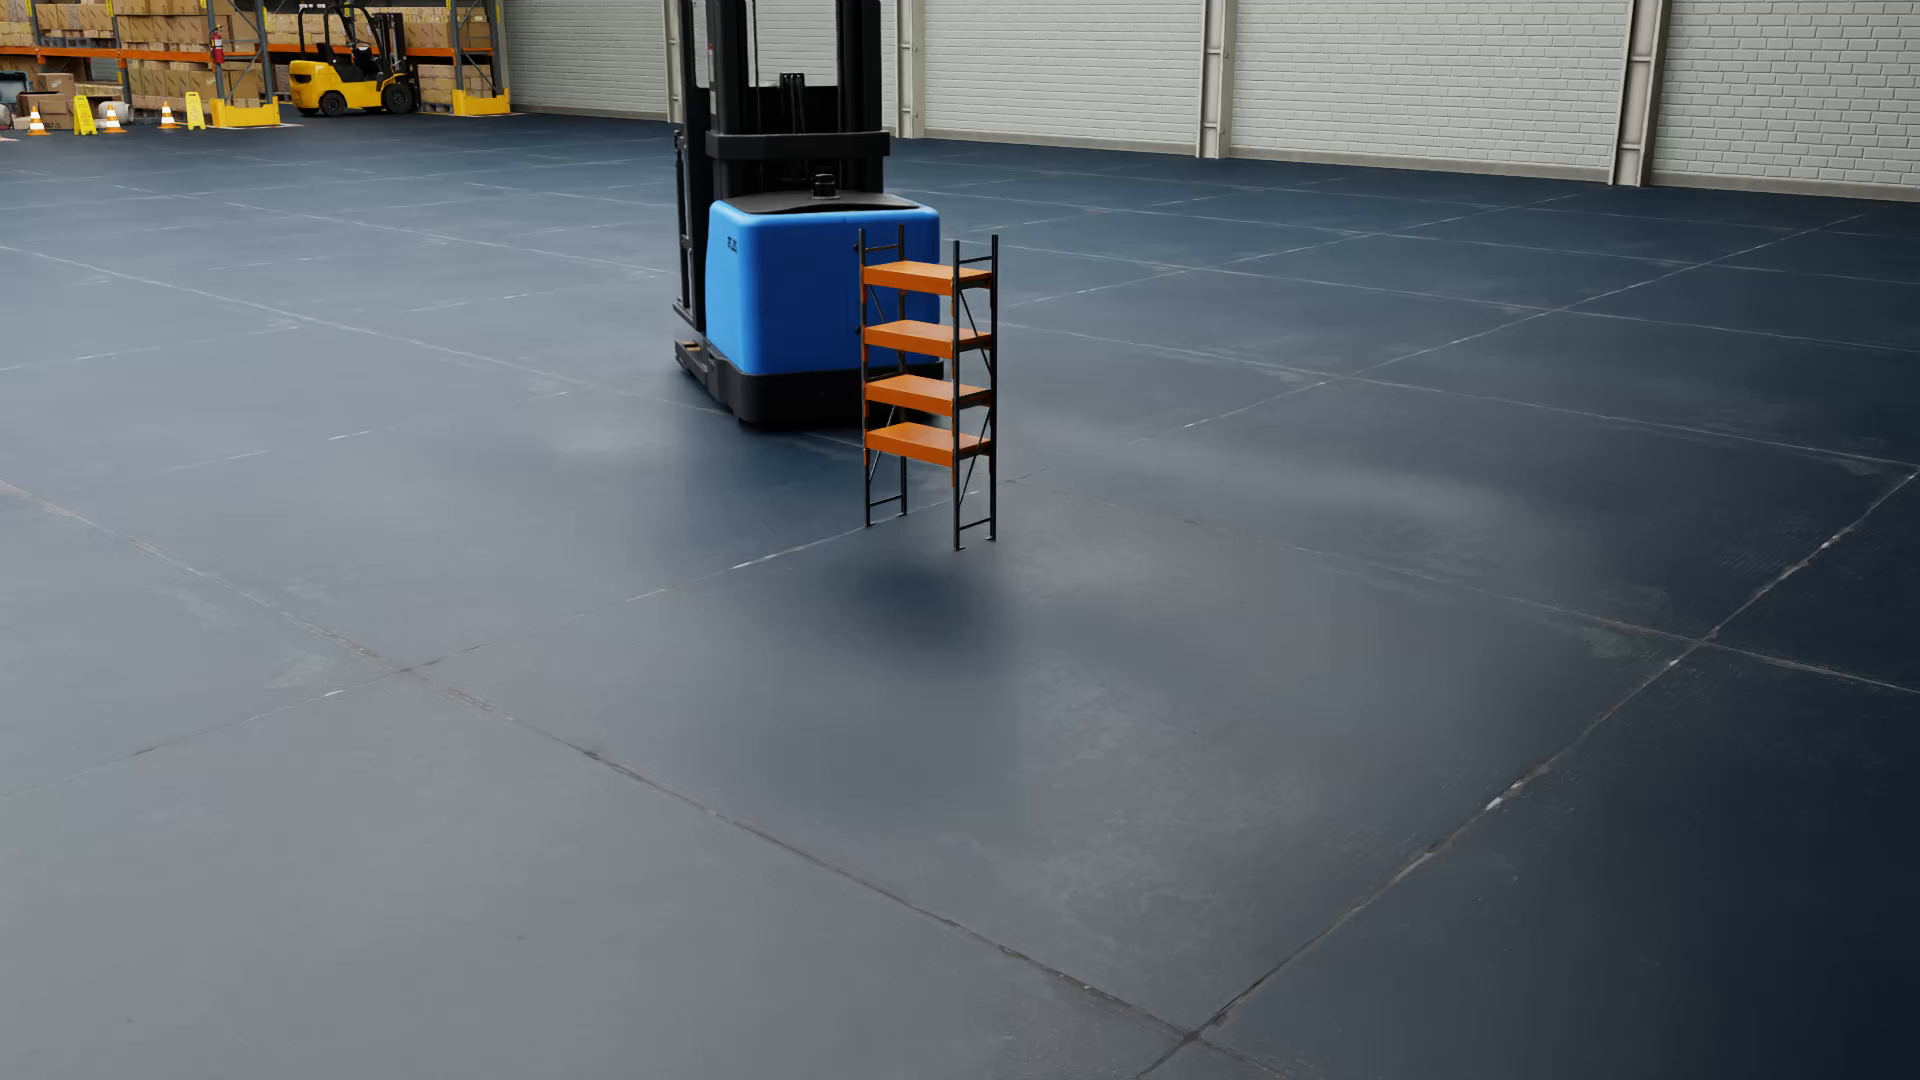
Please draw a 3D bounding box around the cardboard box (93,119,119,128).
[{"bbox_3d":[-15.494,-7.560,30.187,0.380,0.149,0.250,-6,18,-18],"label":"cardboard box"}]

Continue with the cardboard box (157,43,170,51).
[{"bbox_3d":[-14.984,-9.357,31.552,0.250,0.149,0.380,15,23,39],"label":"cardboard box"}]

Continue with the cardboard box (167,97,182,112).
[{"bbox_3d":[-14.733,-8.313,31.699,0.500,0.250,0.500,14,22,37],"label":"cardboard box"}]

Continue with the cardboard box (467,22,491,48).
[{"bbox_3d":[-10.067,-10.446,34.404,0.500,0.500,0.500,16,24,41],"label":"cardboard box"}]

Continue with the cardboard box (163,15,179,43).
[{"bbox_3d":[-14.505,-9.552,31.093,0.500,0.500,0.500,15,23,39],"label":"cardboard box"}]

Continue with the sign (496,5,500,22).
[{"bbox_3d":[-9.508,-10.811,34.157,0.005,0.325,0.100,15,23,39],"label":"sign"}]

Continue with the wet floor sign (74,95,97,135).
[{"bbox_3d":[-15.047,-7.292,28.523,0.232,0.644,0.267,11,20,30],"label":"wet floor sign"}]

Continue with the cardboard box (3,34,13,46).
[{"bbox_3d":[-20.466,-10.894,36.228,0.500,0.250,0.500,15,23,39],"label":"cardboard box"}]

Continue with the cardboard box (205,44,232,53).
[{"bbox_3d":[-13.595,-9.020,30.489,0.250,0.149,0.380,16,24,41],"label":"cardboard box"}]

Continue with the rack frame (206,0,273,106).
[{"bbox_3d":[-13.173,-9.113,30.367,0.127,3.000,1.000,15,23,39],"label":"rack frame"}]

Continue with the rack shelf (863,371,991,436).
[{"bbox_3d":[-0.124,-0.541,6.555,0.480,0.148,0.258,15,23,39],"label":"rack shelf"}]

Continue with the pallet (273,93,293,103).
[{"bbox_3d":[-15.275,-10.339,38.842,1.213,0.211,1.003,15,23,39],"label":"pallet"}]

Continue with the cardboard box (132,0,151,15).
[{"bbox_3d":[-15.255,-10.230,31.577,0.500,0.500,0.700,14,23,38],"label":"cardboard box"}]

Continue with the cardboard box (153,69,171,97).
[{"bbox_3d":[-15.108,-8.774,31.911,0.500,0.500,0.500,17,24,42],"label":"cardboard box"}]

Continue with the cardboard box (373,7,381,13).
[{"bbox_3d":[-12.255,-11.251,35.375,0.250,0.149,0.380,16,23,40],"label":"cardboard box"}]

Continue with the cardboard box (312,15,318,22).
[{"bbox_3d":[-14.251,-11.665,37.170,0.250,0.149,0.380,15,23,40],"label":"cardboard box"}]

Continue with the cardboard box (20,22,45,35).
[{"bbox_3d":[-19.687,-10.926,35.500,0.500,0.250,0.500,15,23,39],"label":"cardboard box"}]

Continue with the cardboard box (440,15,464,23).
[{"bbox_3d":[-10.326,-10.599,33.814,0.250,0.149,0.380,15,23,40],"label":"cardboard box"}]

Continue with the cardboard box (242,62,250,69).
[{"bbox_3d":[-16.962,-11.376,39.865,0.250,0.149,0.380,16,24,41],"label":"cardboard box"}]

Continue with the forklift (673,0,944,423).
[{"bbox_3d":[-1.040,-2.381,9.268,1.130,2.935,3.031,-6,19,-18],"label":"forklift"}]

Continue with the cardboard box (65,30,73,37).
[{"bbox_3d":[-18.250,-10.472,34.370,0.380,0.149,0.250,-17,24,-42],"label":"cardboard box"}]

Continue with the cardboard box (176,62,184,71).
[{"bbox_3d":[-14.450,-8.880,31.174,0.250,0.149,0.380,16,23,40],"label":"cardboard box"}]

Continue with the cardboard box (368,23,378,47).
[{"bbox_3d":[-12.314,-10.838,35.639,0.500,0.500,0.500,16,23,40],"label":"cardboard box"}]

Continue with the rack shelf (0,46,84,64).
[{"bbox_3d":[-20.652,-10.778,36.802,4.000,0.370,1.077,15,23,39],"label":"rack shelf"}]

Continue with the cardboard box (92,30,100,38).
[{"bbox_3d":[-17.135,-10.138,33.318,0.250,0.149,0.380,15,23,38],"label":"cardboard box"}]

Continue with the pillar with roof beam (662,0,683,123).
[{"bbox_3d":[-8.173,-11.261,27.218,0.400,9.000,9.100,15,23,39],"label":"pillar with roof beam"}]

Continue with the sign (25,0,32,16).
[{"bbox_3d":[-19.522,-11.145,34.855,0.005,0.325,0.100,15,23,39],"label":"sign"}]

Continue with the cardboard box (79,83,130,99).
[{"bbox_3d":[-17.620,-9.251,34.452,0.625,0.372,0.950,16,24,41],"label":"cardboard box"}]

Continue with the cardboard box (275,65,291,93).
[{"bbox_3d":[-15.407,-10.783,38.860,0.625,0.625,0.875,16,24,41],"label":"cardboard box"}]

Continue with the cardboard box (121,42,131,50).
[{"bbox_3d":[-16.142,-9.660,32.507,0.250,0.149,0.380,15,23,39],"label":"cardboard box"}]

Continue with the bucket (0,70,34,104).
[{"bbox_3d":[-17.743,-8.434,31.127,0.726,0.611,0.620,-9,10,-27],"label":"bucket"}]

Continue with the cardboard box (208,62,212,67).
[{"bbox_3d":[-18.307,-11.744,41.025,0.250,0.149,0.380,14,22,36],"label":"cardboard box"}]

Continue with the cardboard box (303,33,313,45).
[{"bbox_3d":[-14.545,-11.318,37.565,0.500,0.250,0.500,16,24,41],"label":"cardboard box"}]

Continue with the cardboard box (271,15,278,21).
[{"bbox_3d":[-15.621,-12.016,38.276,0.250,0.149,0.380,16,23,40],"label":"cardboard box"}]

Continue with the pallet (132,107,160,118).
[{"bbox_3d":[-15.639,-8.460,32.919,1.213,0.211,1.003,15,23,39],"label":"pallet"}]

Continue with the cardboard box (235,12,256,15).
[{"bbox_3d":[-17.208,-12.378,39.791,0.637,0.503,0.797,14,23,38],"label":"cardboard box"}]

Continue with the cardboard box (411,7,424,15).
[{"bbox_3d":[-11.113,-10.942,34.402,0.250,0.149,0.380,16,23,41],"label":"cardboard box"}]

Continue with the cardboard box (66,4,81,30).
[{"bbox_3d":[-17.809,-10.656,33.877,0.500,0.500,0.500,14,22,37],"label":"cardboard box"}]

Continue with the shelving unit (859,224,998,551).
[{"bbox_3d":[-0.124,-0.605,6.535,0.503,1.200,0.258,15,23,39],"label":"shelving unit"}]

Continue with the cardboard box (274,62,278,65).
[{"bbox_3d":[-16.229,-11.395,39.925,0.250,0.149,0.380,16,24,41],"label":"cardboard box"}]

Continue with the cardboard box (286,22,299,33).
[{"bbox_3d":[-14.942,-11.655,37.800,0.500,0.250,0.500,14,23,38],"label":"cardboard box"}]

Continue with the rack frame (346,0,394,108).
[{"bbox_3d":[-12.873,-11.040,36.438,0.127,3.000,1.000,15,23,39],"label":"rack frame"}]

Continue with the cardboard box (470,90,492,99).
[{"bbox_3d":[-10.119,-9.269,34.710,0.500,0.250,0.500,15,23,39],"label":"cardboard box"}]

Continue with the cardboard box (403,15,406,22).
[{"bbox_3d":[-11.429,-10.922,34.830,0.250,0.149,0.380,15,23,39],"label":"cardboard box"}]
